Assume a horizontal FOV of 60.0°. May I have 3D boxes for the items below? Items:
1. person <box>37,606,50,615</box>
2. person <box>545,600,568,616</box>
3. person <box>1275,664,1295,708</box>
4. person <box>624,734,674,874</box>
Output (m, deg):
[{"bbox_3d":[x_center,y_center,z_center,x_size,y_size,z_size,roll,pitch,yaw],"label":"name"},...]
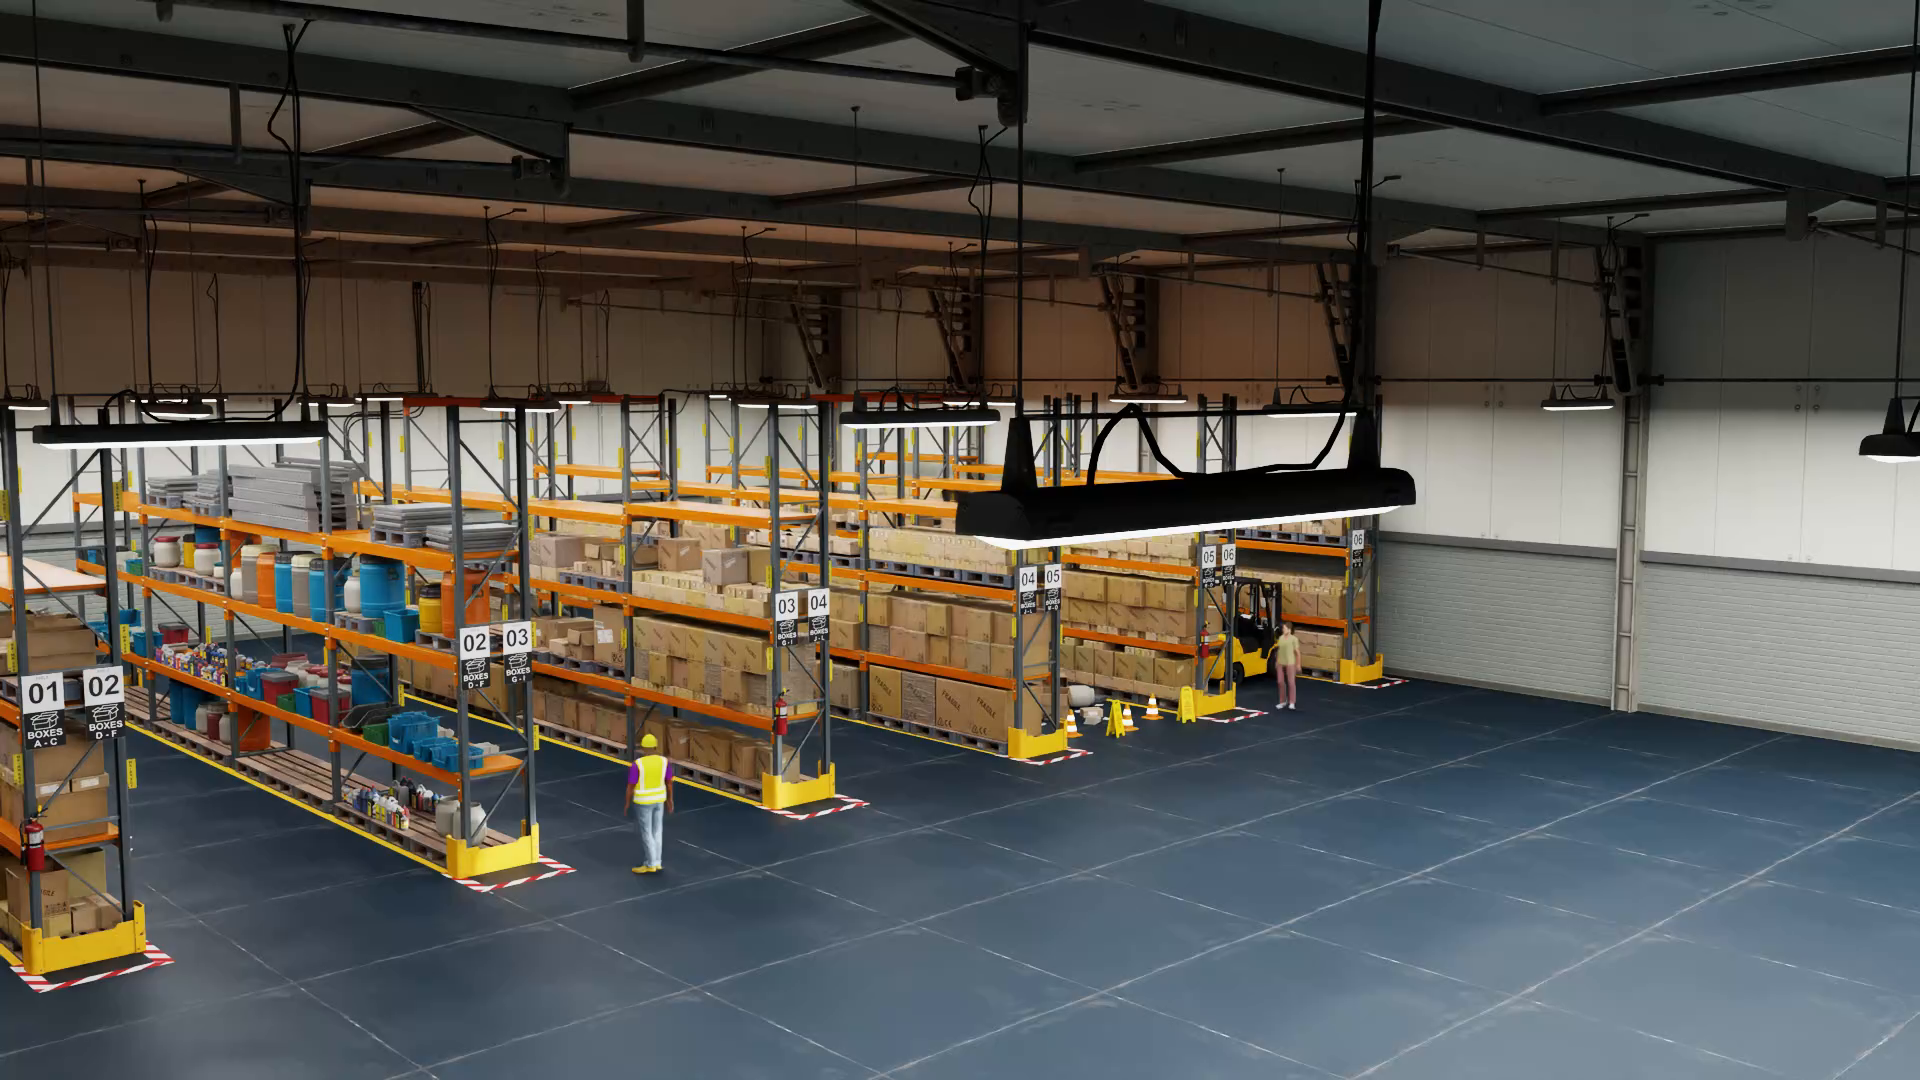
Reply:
[{"bbox_3d":[-18.333,2.233,33.486,0.617,1.783,0.476,2,6,19],"label":"person"},{"bbox_3d":[-10.346,1.363,42.596,0.475,1.564,0.518,1,6,14],"label":"person"},{"bbox_3d":[6.297,2.742,32.068,0.358,1.044,0.303,4,7,33],"label":"person"},{"bbox_3d":[-4.005,3.382,21.415,0.632,1.780,0.393,-4,7,-32],"label":"person"}]
